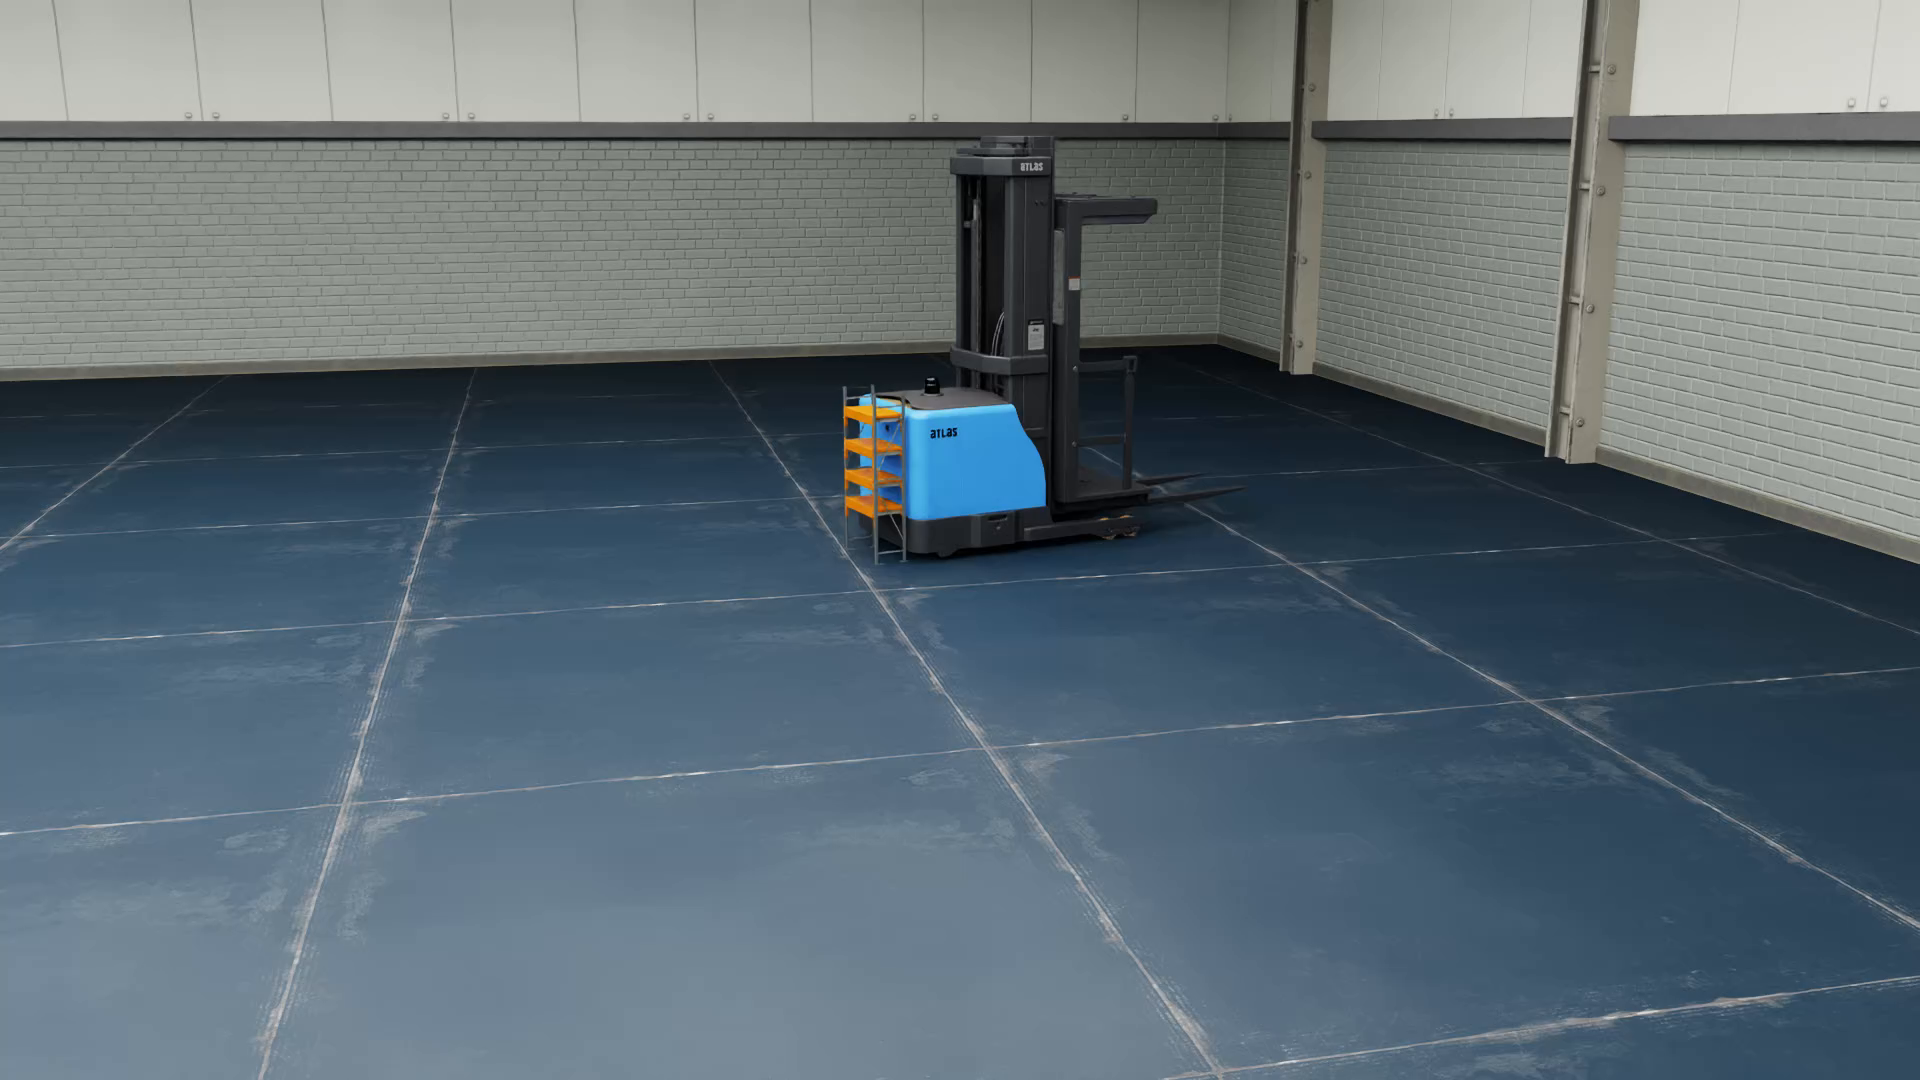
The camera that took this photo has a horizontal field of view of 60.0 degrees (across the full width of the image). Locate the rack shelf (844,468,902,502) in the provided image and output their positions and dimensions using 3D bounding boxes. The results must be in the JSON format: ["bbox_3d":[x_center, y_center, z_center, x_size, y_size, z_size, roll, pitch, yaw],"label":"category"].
[{"bbox_3d":[-0.607,-0.403,11.833,0.258,0.148,0.480,-7,16,-27],"label":"rack shelf"}]

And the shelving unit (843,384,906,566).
[{"bbox_3d":[-0.607,-0.469,11.817,0.258,1.200,0.503,-7,16,-27],"label":"shelving unit"}]

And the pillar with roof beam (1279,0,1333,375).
[{"bbox_3d":[0.106,-6.270,19.132,9.100,9.000,0.400,-3,14,-13],"label":"pillar with roof beam"}]

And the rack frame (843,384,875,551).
[{"bbox_3d":[-0.723,-0.519,12.025,0.240,1.200,0.015,-7,16,-27],"label":"rack frame"}]

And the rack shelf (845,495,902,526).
[{"bbox_3d":[-0.607,-0.210,11.880,0.258,0.148,0.480,-7,16,-27],"label":"rack shelf"}]

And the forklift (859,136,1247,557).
[{"bbox_3d":[0.785,-1.527,12.501,3.031,2.935,1.130,-7,15,-27],"label":"forklift"}]

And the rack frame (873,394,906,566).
[{"bbox_3d":[-0.491,-0.418,11.608,0.240,1.200,0.015,-7,16,-27],"label":"rack frame"}]

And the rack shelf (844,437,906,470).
[{"bbox_3d":[-0.607,-0.620,11.780,0.258,0.148,0.480,-7,16,-27],"label":"rack shelf"}]

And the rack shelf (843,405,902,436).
[{"bbox_3d":[-0.607,-0.850,11.723,0.258,0.148,0.480,-7,16,-27],"label":"rack shelf"}]

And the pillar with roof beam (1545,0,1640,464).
[{"bbox_3d":[1.515,-4.886,13.466,9.100,9.000,0.400,-3,14,-13],"label":"pillar with roof beam"}]
